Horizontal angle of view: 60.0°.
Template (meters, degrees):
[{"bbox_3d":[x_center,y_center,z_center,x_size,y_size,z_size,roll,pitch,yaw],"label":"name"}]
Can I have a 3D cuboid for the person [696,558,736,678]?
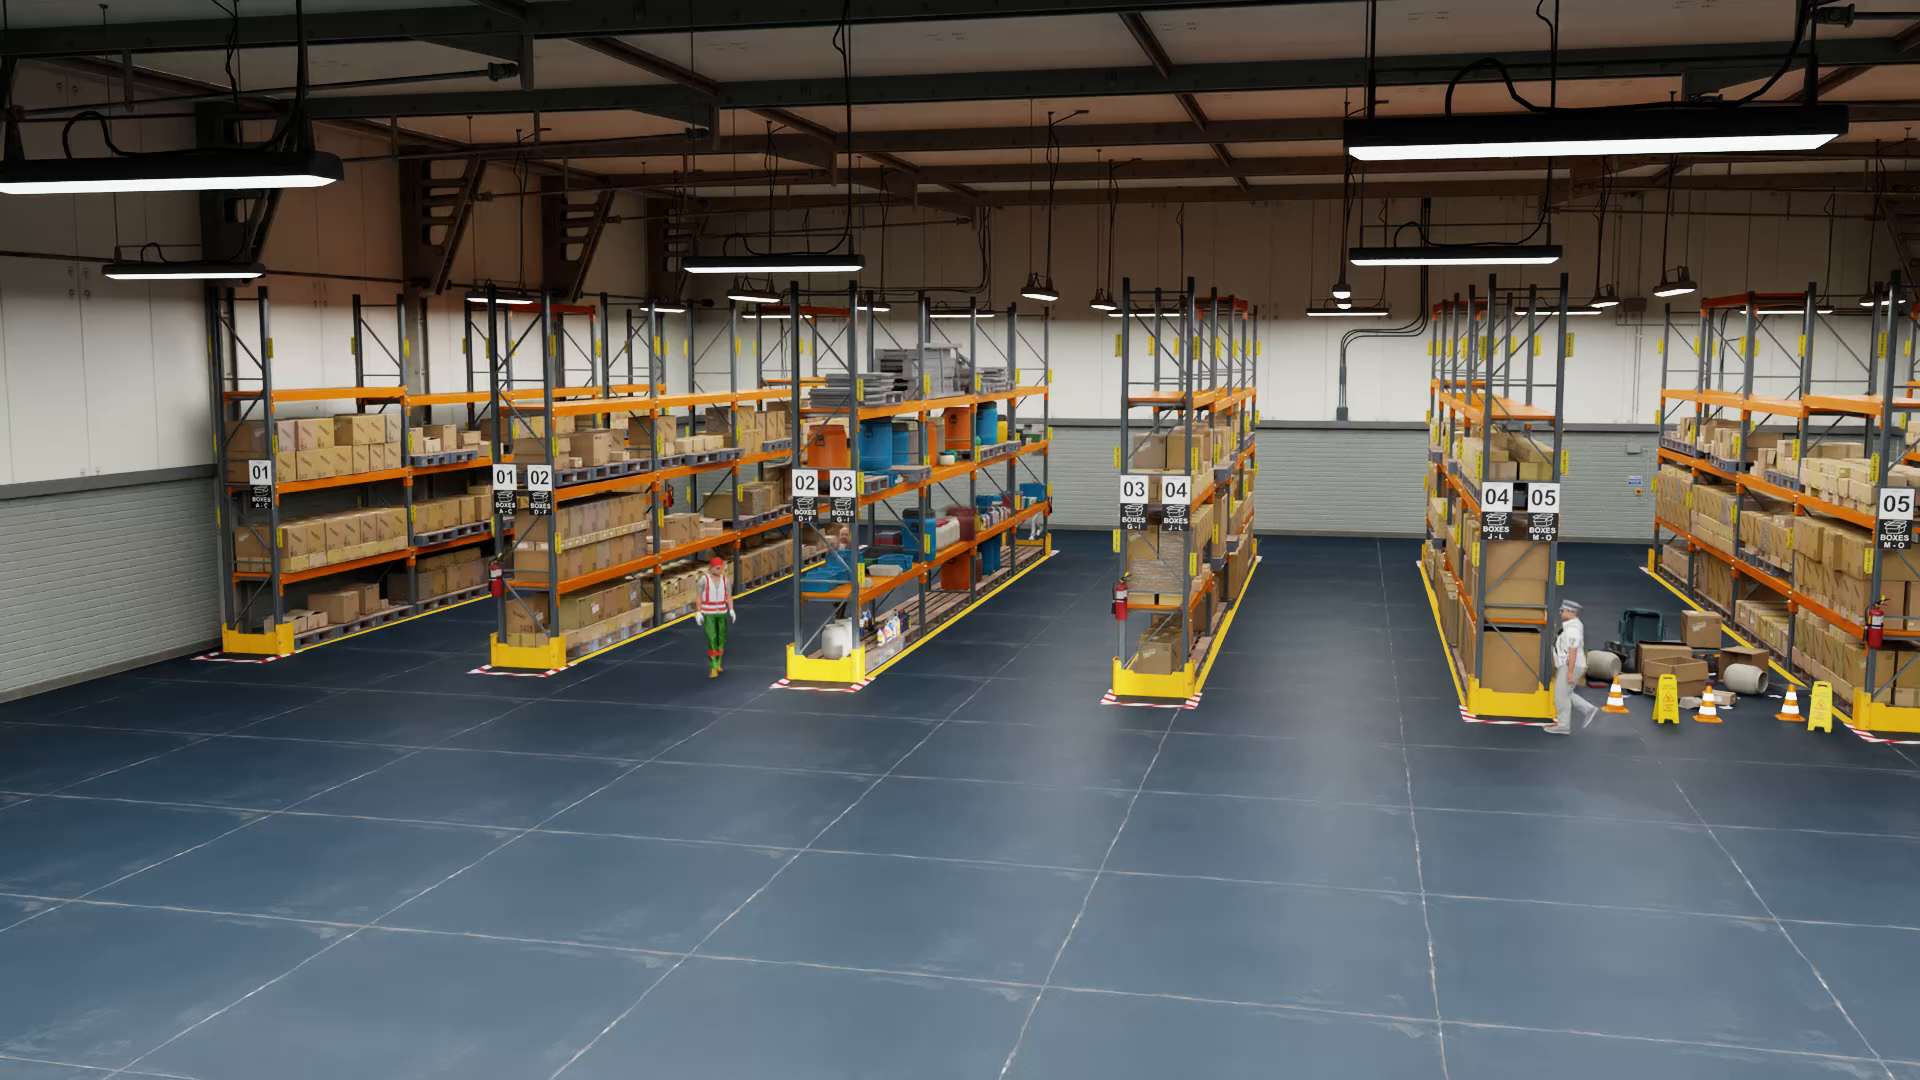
[{"bbox_3d":[-3.747,1.194,25.645,0.566,1.837,0.586,-4,8,-29],"label":"person"}]

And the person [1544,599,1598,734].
[{"bbox_3d":[7.963,1.640,21.570,0.688,1.746,0.543,1,7,12],"label":"person"}]

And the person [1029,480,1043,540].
[{"bbox_3d":[1.950,-0.803,43.672,0.415,1.551,0.879,4,8,31],"label":"person"}]

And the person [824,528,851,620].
[{"bbox_3d":[-2.139,0.680,30.361,0.682,1.821,0.750,1,7,5],"label":"person"}]
